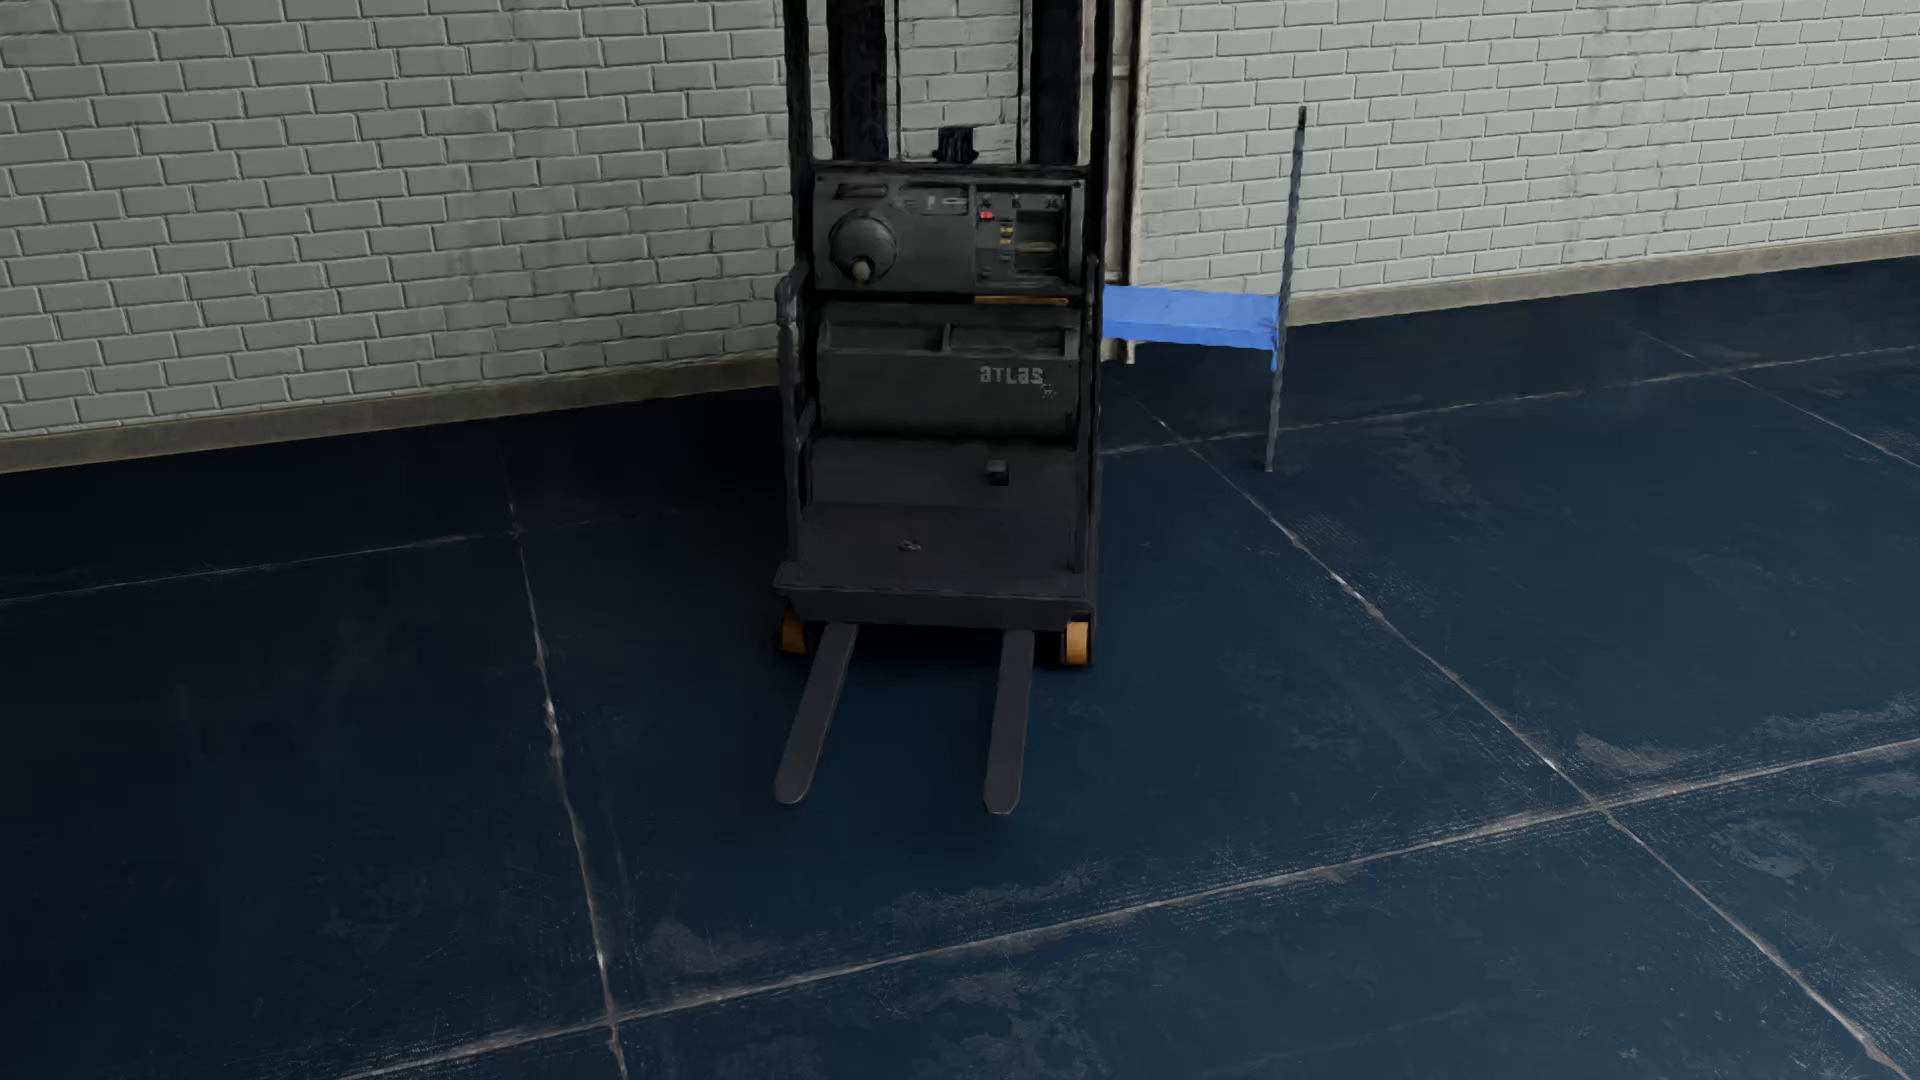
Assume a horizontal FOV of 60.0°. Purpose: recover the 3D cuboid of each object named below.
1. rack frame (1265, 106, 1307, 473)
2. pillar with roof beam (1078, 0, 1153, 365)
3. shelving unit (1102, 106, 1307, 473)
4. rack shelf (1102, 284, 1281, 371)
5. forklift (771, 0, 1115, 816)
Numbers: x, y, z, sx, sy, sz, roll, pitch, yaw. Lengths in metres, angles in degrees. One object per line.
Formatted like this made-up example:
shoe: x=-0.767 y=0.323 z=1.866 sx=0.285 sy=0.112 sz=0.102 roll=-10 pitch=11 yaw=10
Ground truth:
rack frame: x=1.417 y=-1.079 z=7.236 sx=0.032 sy=1.500 sz=0.500 roll=6 pitch=27 yaw=11
pillar with roof beam: x=2.001 y=-3.158 z=2.991 sx=0.400 sy=9.000 sz=9.100 roll=-8 pitch=28 yaw=-16
shelving unit: x=0.921 y=-1.127 z=7.334 sx=1.048 sy=1.500 sz=0.538 roll=6 pitch=27 yaw=11
rack shelf: x=0.921 y=-0.966 z=7.414 sx=1.000 sy=0.185 sz=0.538 roll=6 pitch=27 yaw=11
forklift: x=-0.058 y=-1.023 z=5.514 sx=1.130 sy=2.935 sz=3.031 roll=2 pitch=26 yaw=5
